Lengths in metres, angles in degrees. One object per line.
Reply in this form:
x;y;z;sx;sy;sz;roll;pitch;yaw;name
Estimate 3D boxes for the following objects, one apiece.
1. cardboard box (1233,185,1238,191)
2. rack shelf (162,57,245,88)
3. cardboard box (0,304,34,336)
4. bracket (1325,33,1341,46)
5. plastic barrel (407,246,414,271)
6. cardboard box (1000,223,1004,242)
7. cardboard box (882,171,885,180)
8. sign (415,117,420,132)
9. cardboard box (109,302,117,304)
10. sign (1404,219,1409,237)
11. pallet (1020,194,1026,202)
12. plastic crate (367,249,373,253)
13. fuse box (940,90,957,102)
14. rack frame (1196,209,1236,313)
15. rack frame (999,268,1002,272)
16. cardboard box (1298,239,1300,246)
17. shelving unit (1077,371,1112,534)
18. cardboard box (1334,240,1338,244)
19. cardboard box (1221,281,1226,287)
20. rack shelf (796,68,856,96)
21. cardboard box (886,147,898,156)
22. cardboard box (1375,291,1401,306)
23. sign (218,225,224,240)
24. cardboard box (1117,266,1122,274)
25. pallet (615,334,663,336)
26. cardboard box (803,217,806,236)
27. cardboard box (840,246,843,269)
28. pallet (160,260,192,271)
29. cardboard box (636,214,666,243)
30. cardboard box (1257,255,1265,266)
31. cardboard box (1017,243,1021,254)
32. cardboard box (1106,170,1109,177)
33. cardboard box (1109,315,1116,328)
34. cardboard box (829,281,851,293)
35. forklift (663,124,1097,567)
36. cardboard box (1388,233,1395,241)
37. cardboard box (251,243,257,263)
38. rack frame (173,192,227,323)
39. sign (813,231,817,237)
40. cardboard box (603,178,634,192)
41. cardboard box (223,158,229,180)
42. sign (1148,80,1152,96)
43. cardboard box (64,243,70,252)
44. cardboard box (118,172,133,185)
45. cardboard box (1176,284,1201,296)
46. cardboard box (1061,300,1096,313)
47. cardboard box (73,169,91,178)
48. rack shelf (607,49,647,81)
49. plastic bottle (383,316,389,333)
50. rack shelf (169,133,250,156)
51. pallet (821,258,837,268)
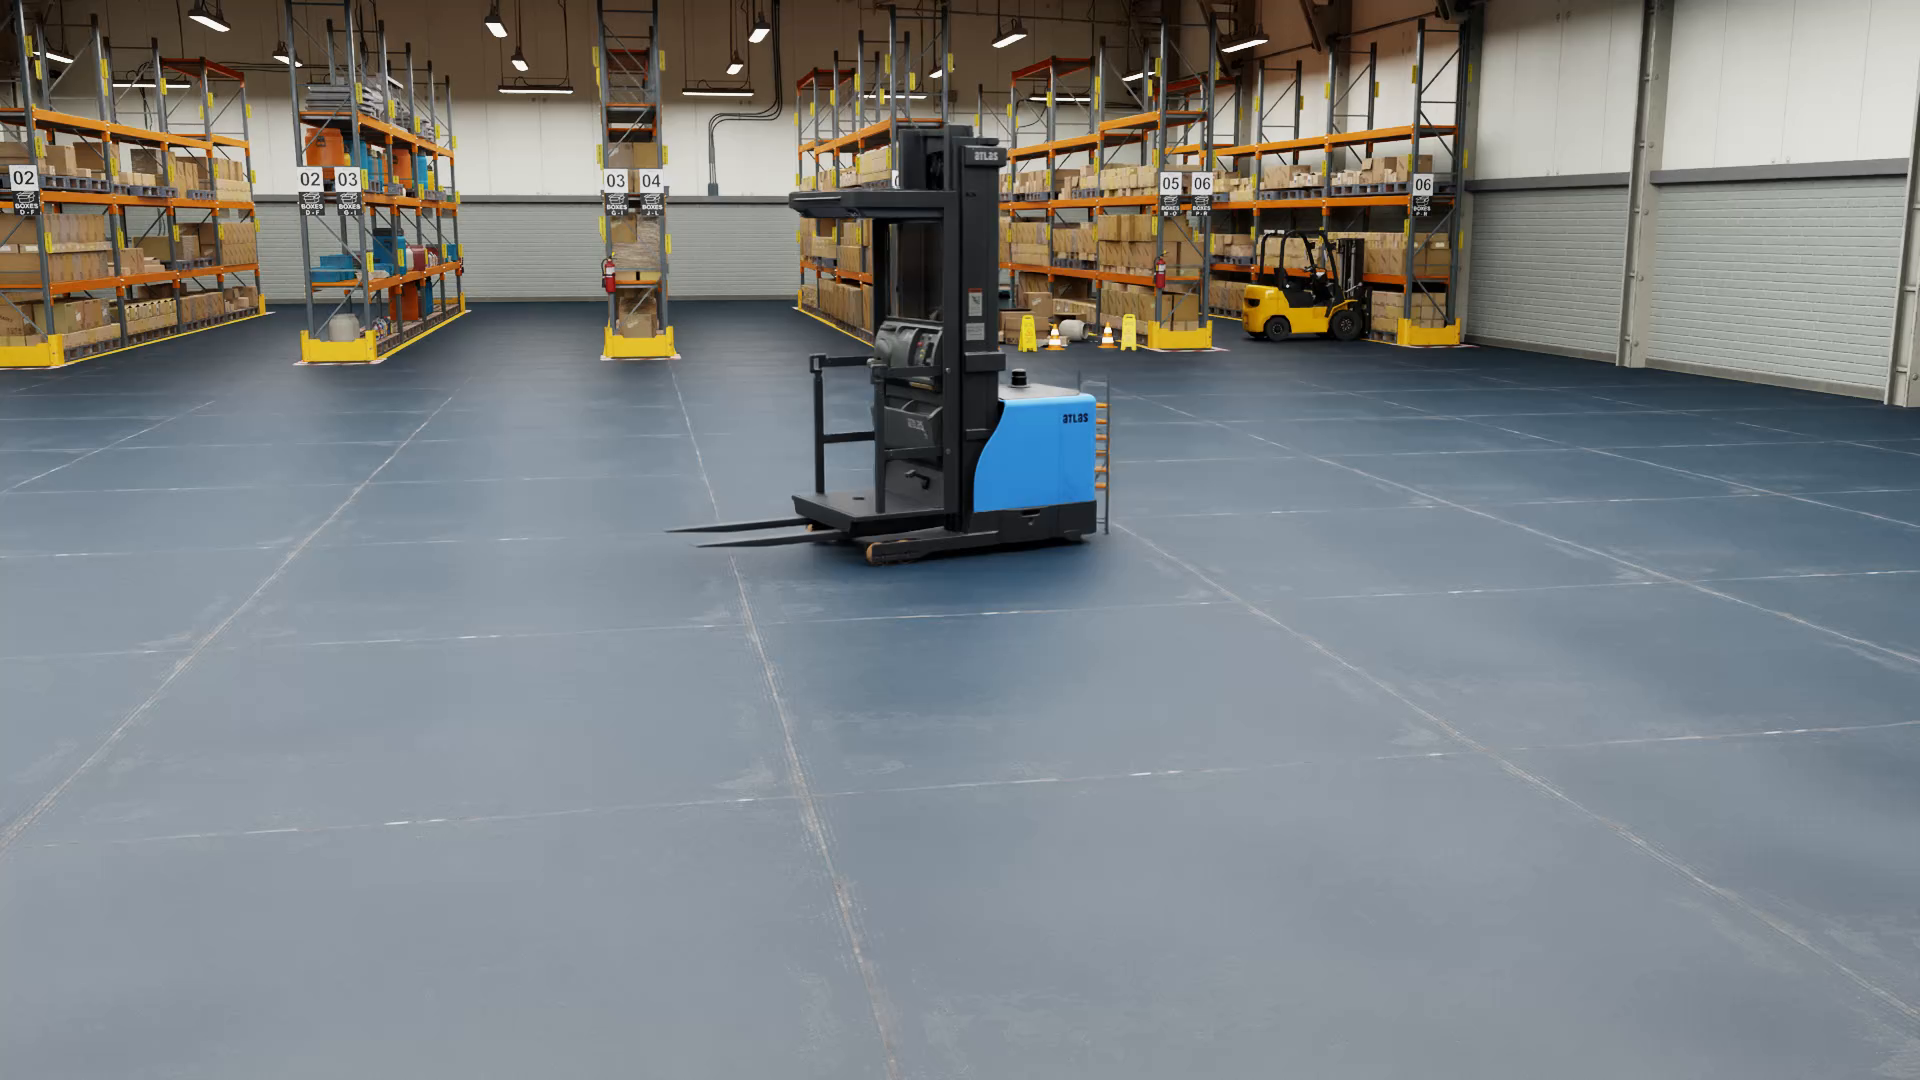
6.902;-8.590;40.619;0.380;0.149;0.250;-2;11;-9;cardboard box
-18.042;-11.127;39.625;1.077;0.370;4.000;-2;11;-11;rack shelf
-15.715;-3.644;27.547;0.500;0.500;0.500;-2;11;-11;cardboard box
8.302;-11.121;36.933;0.235;0.232;0.430;-2;11;-11;bracket
-11.606;-5.854;34.630;0.421;0.512;0.421;0;11;0;plastic barrel
1.332;-7.964;43.074;0.500;0.500;0.500;-2;11;-12;cardboard box
-1.212;-6.602;30.119;0.380;0.149;0.250;-2;11;-10;cardboard box
-11.477;-8.790;35.172;0.100;0.325;0.005;-2;11;-11;sign
-16.753;-4.541;32.761;0.500;0.311;0.500;-2;11;-12;cardboard box
8.453;-5.902;31.453;0.100;0.325;0.005;-2;11;-11;sign
2.012;-8.467;41.148;0.805;0.209;1.217;-3;11;-13;pallet
-12.001;-5.704;33.969;0.402;0.464;0.583;-2;11;-11;plastic crate
-0.355;-13.525;50.634;0.513;0.334;0.176;-2;11;-11;fuse box
6.654;-7.435;43.237;1.000;3.000;0.127;-2;11;-11;rack frame
1.008;-7.987;46.139;1.000;3.000;0.127;-2;11;-11;rack frame
7.691;-6.577;36.728;0.380;0.149;0.250;-2;11;-12;cardboard box
0.995;-0.654;12.418;0.258;1.200;0.189;1;11;7;shelving unit
8.066;-6.220;34.851;0.380;0.149;0.250;-2;11;-10;cardboard box
6.778;-6.419;41.728;0.380;0.149;0.250;-2;11;-9;cardboard box
-3.439;-11.648;42.364;1.077;0.370;4.000;-2;11;-11;rack shelf
-1.115;-6.901;29.558;0.380;0.149;0.250;-2;11;-10;cardboard box
8.487;-4.747;32.673;0.500;0.250;0.500;-2;11;-10;cardboard box
-17.109;-7.123;38.503;0.100;0.325;0.005;-2;11;-11;sign
3.328;-5.359;33.000;0.380;0.149;0.250;-2;11;-11;cardboard box
-5.973;-3.710;31.125;1.003;0.211;1.213;-2;11;-11;pallet
-3.818;-8.195;43.492;0.500;0.500;0.500;-2;11;-12;cardboard box
-2.348;-6.185;36.404;0.500;0.500;0.500;-2;11;-12;cardboard box
-17.076;-5.828;35.305;1.213;0.211;1.003;-2;11;-11;pallet
-5.441;-5.490;29.279;0.500;0.500;0.500;-2;11;-11;cardboard box
7.278;-6.537;38.922;0.500;0.250;0.500;-2;11;-11;cardboard box
1.723;-7.240;41.277;0.500;0.250;0.500;-2;11;-10;cardboard box
3.162;-7.412;33.634;0.380;0.149;0.250;-2;11;-9;cardboard box
3.306;-4.427;33.661;0.500;0.250;0.500;-1;11;-8;cardboard box
-2.771;-5.876;38.605;0.500;0.250;0.500;-2;11;-10;cardboard box
-0.546;-1.372;11.566;3.031;2.935;1.130;-6;12;-29;forklift
8.555;-5.897;32.359;0.380;0.149;0.250;-2;11;-10;cardboard box
-18.077;-7.244;41.968;0.500;0.500;0.500;-2;11;-9;cardboard box
-17.653;-6.534;38.502;1.000;3.000;0.127;-2;11;-11;rack frame
-3.581;-7.459;41.050;0.100;0.325;0.005;-2;11;-11;sign
-5.944;-6.172;28.978;0.500;0.250;0.500;-2;11;-10;cardboard box
-17.847;-8.824;39.570;0.700;0.500;0.500;-2;11;-11;cardboard box
3.877;-9.248;34.006;0.100;0.325;0.005;-2;11;-11;sign
-15.387;-4.970;28.283;0.380;0.149;0.250;-3;11;-13;cardboard box
-16.409;-7.026;32.342;0.500;0.250;0.500;-3;11;-16;cardboard box
6.232;-6.683;44.847;0.700;0.500;0.500;-3;11;-13;cardboard box
2.815;-5.196;37.381;0.950;0.372;0.625;-2;11;-12;cardboard box
-15.594;-6.480;29.374;0.380;0.149;0.250;-2;11;-11;cardboard box
-7.546;-10.753;37.660;1.077;0.370;4.000;-2;11;-11;rack shelf
-10.792;-4.018;31.192;0.144;0.351;0.185;-3;11;-14;plastic bottle
-18.042;-9.493;39.936;1.077;0.370;4.000;-2;11;-11;rack shelf
-2.515;-6.354;38.071;1.213;0.211;1.003;-2;11;-11;pallet
